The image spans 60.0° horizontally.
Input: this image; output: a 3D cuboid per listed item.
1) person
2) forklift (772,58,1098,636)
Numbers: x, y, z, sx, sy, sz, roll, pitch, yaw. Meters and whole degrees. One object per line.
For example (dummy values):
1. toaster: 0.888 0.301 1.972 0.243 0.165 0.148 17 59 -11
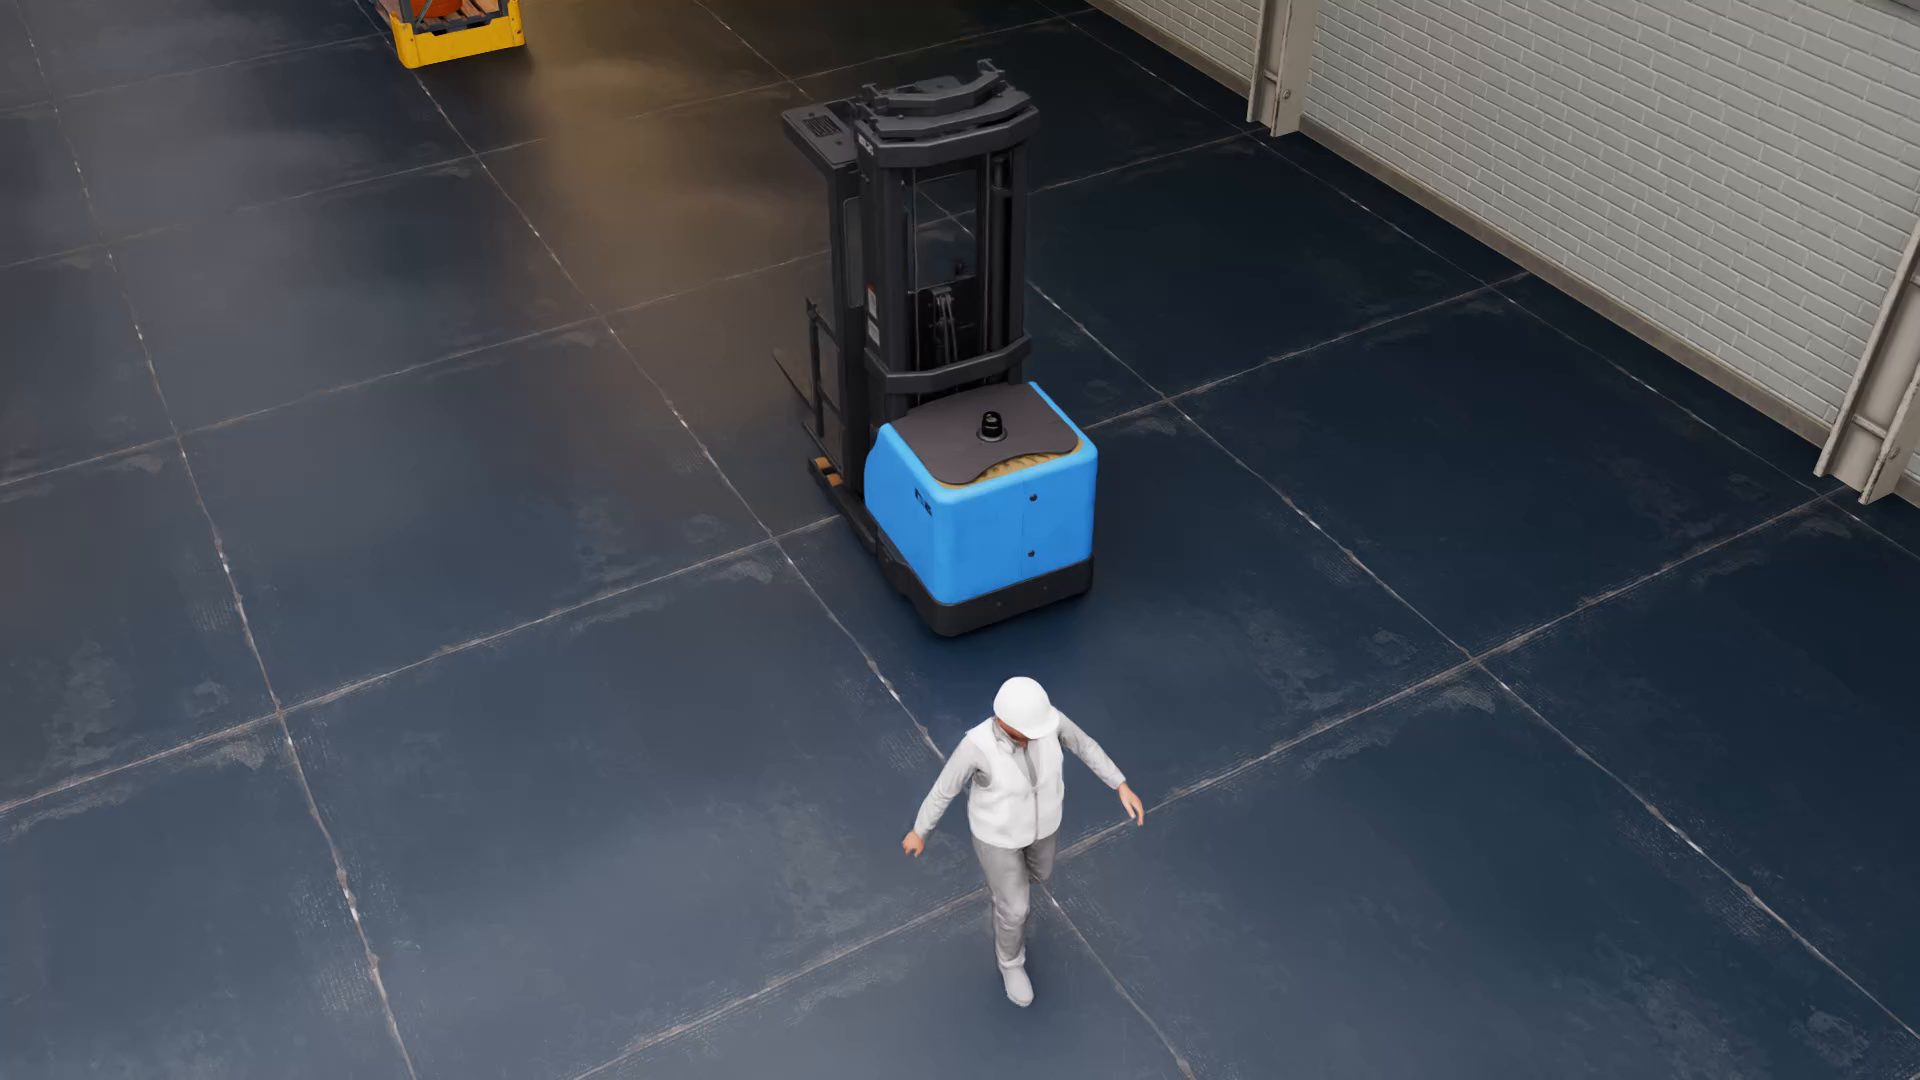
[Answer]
1. person: 0.245 1.278 7.432 0.934 1.753 0.751 -21 44 -24
2. forklift: -0.326 -1.508 9.854 1.130 2.935 3.031 -18 43 -20
